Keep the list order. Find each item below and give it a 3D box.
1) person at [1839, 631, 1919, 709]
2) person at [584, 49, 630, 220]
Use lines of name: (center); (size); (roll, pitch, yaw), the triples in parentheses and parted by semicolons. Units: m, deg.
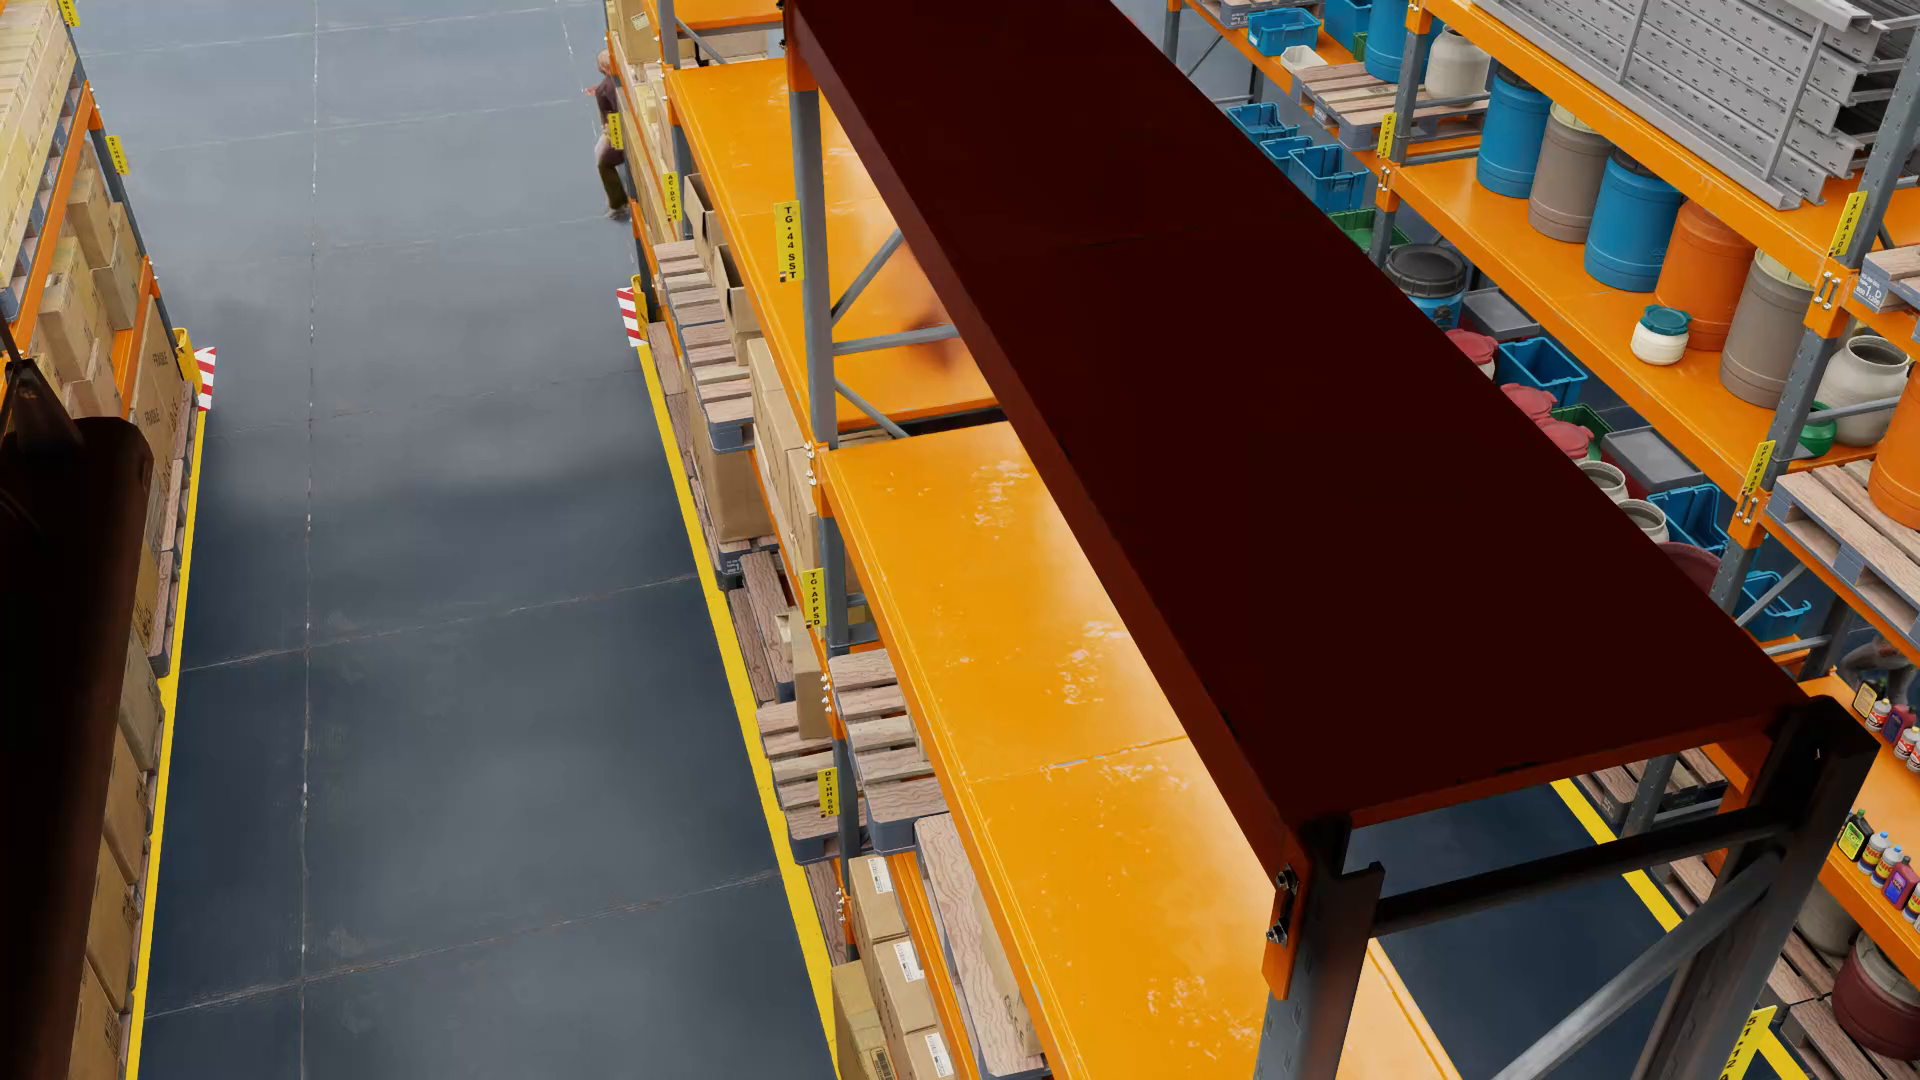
person: (5.983, 0.722, 10.634); (0.482, 1.623, 0.734); (-11, 40, -14)
person: (-3.302, -3.939, 16.386); (0.851, 1.856, 0.700); (14, 40, 17)
